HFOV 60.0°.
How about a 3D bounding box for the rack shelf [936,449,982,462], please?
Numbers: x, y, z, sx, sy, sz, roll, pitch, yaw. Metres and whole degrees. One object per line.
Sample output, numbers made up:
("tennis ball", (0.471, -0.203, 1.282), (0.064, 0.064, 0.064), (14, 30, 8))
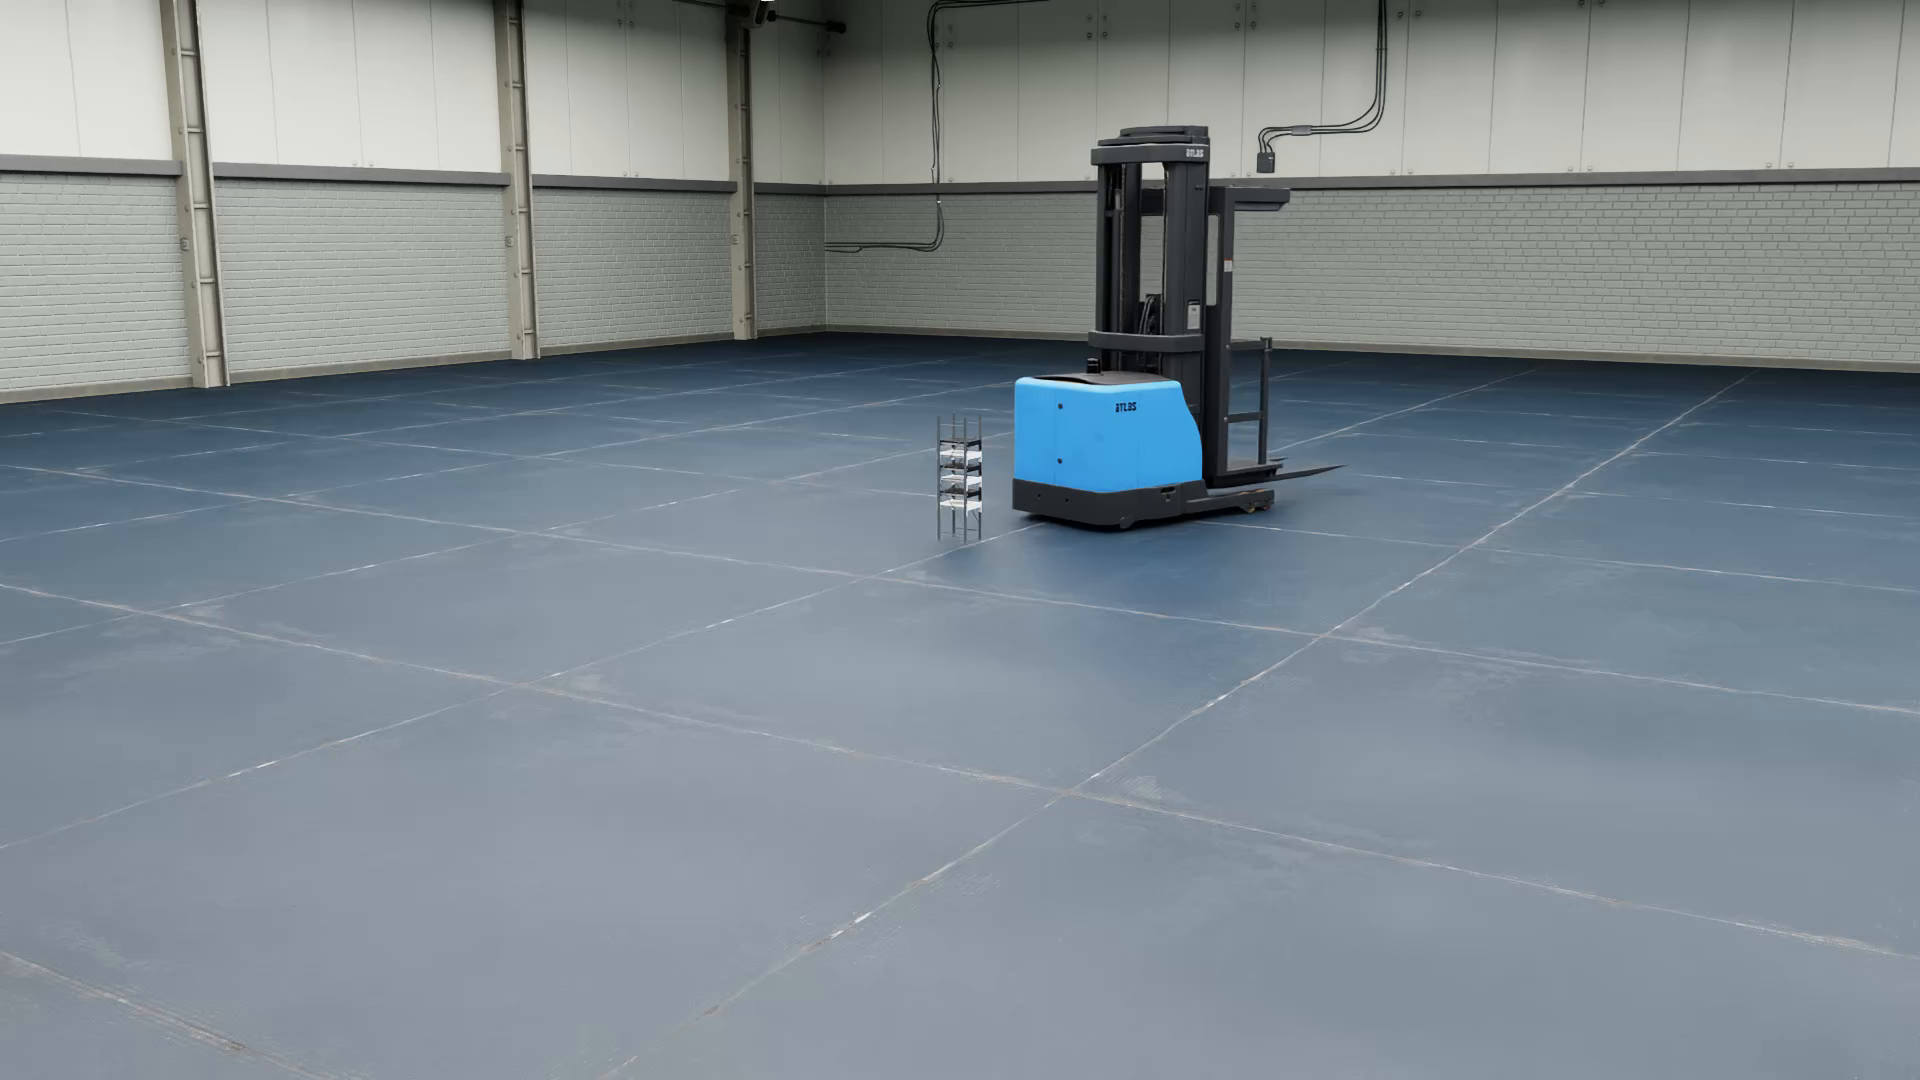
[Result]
("rack shelf", (-0.004, -0.585, 11.752), (0.258, 0.077, 0.200), (6, 12, 31))

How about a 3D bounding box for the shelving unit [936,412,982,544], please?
("shelving unit", (-0.004, -0.441, 11.779), (0.258, 0.900, 0.210), (6, 12, 31))

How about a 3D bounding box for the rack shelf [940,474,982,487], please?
("rack shelf", (-0.004, -0.408, 11.785), (0.258, 0.077, 0.200), (6, 12, 31))

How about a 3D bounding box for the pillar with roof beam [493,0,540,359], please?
("pillar with roof beam", (-3.766, -7.124, 25.470), (9.100, 9.000, 0.400), (6, 12, 31))

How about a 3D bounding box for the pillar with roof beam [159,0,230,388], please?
("pillar with roof beam", (-6.881, -6.181, 20.429), (9.100, 9.000, 0.400), (6, 12, 31))

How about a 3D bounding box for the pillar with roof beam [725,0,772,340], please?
("pillar with roof beam", (-0.651, -8.068, 30.510), (9.100, 9.000, 0.548), (6, 12, 31))

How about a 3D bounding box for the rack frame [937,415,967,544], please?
("rack frame", (-0.057, -0.425, 11.694), (0.240, 0.900, 0.006), (6, 12, 31))

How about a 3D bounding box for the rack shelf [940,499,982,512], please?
("rack shelf", (-0.004, -0.231, 11.818), (0.258, 0.077, 0.200), (6, 12, 31))

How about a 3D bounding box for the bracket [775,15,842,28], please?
("bracket", (-2.888, -10.560, 34.038), (0.076, 0.066, 3.189), (6, 12, 31))

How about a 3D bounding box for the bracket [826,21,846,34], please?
("bracket", (-2.581, -10.653, 34.534), (0.235, 0.232, 0.430), (6, 12, 31))

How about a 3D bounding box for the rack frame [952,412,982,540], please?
("rack frame", (0.049, -0.457, 11.864), (0.240, 0.900, 0.006), (6, 12, 31))

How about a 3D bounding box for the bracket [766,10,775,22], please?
("bracket", (-3.811, -10.280, 32.544), (0.235, 0.232, 0.430), (6, 12, 31))

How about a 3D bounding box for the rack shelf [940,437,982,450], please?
("rack shelf", (-0.004, -0.674, 11.736), (0.258, 0.077, 0.200), (6, 12, 31))

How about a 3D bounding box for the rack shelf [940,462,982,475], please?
("rack shelf", (-0.004, -0.497, 11.769), (0.258, 0.077, 0.200), (6, 12, 31))

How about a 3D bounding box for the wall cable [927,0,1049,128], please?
("wall cable", (0.641, -9.514, 32.948), (3.097, 2.526, 0.112), (6, 12, 31))

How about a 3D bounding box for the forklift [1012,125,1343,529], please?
("forklift", (1.858, -1.719, 13.088), (3.031, 2.935, 1.130), (-9, 14, -39))

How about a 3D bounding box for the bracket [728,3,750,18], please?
("bracket", (-4.242, -10.149, 31.846), (0.235, 0.232, 0.430), (6, 12, 31))

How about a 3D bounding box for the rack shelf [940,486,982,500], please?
("rack shelf", (-0.004, -0.320, 11.802), (0.258, 0.077, 0.200), (6, 12, 31))

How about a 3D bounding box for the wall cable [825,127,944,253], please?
("wall cable", (-1.671, -7.290, 34.793), (3.097, 2.526, 0.112), (6, 12, 31))

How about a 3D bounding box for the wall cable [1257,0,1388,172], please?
("wall cable", (6.435, -9.579, 29.336), (2.305, 6.003, 0.169), (6, 12, 31))

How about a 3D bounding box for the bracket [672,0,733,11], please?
("bracket", (-5.580, -9.744, 29.682), (0.076, 0.066, 4.783), (6, 12, 31))
